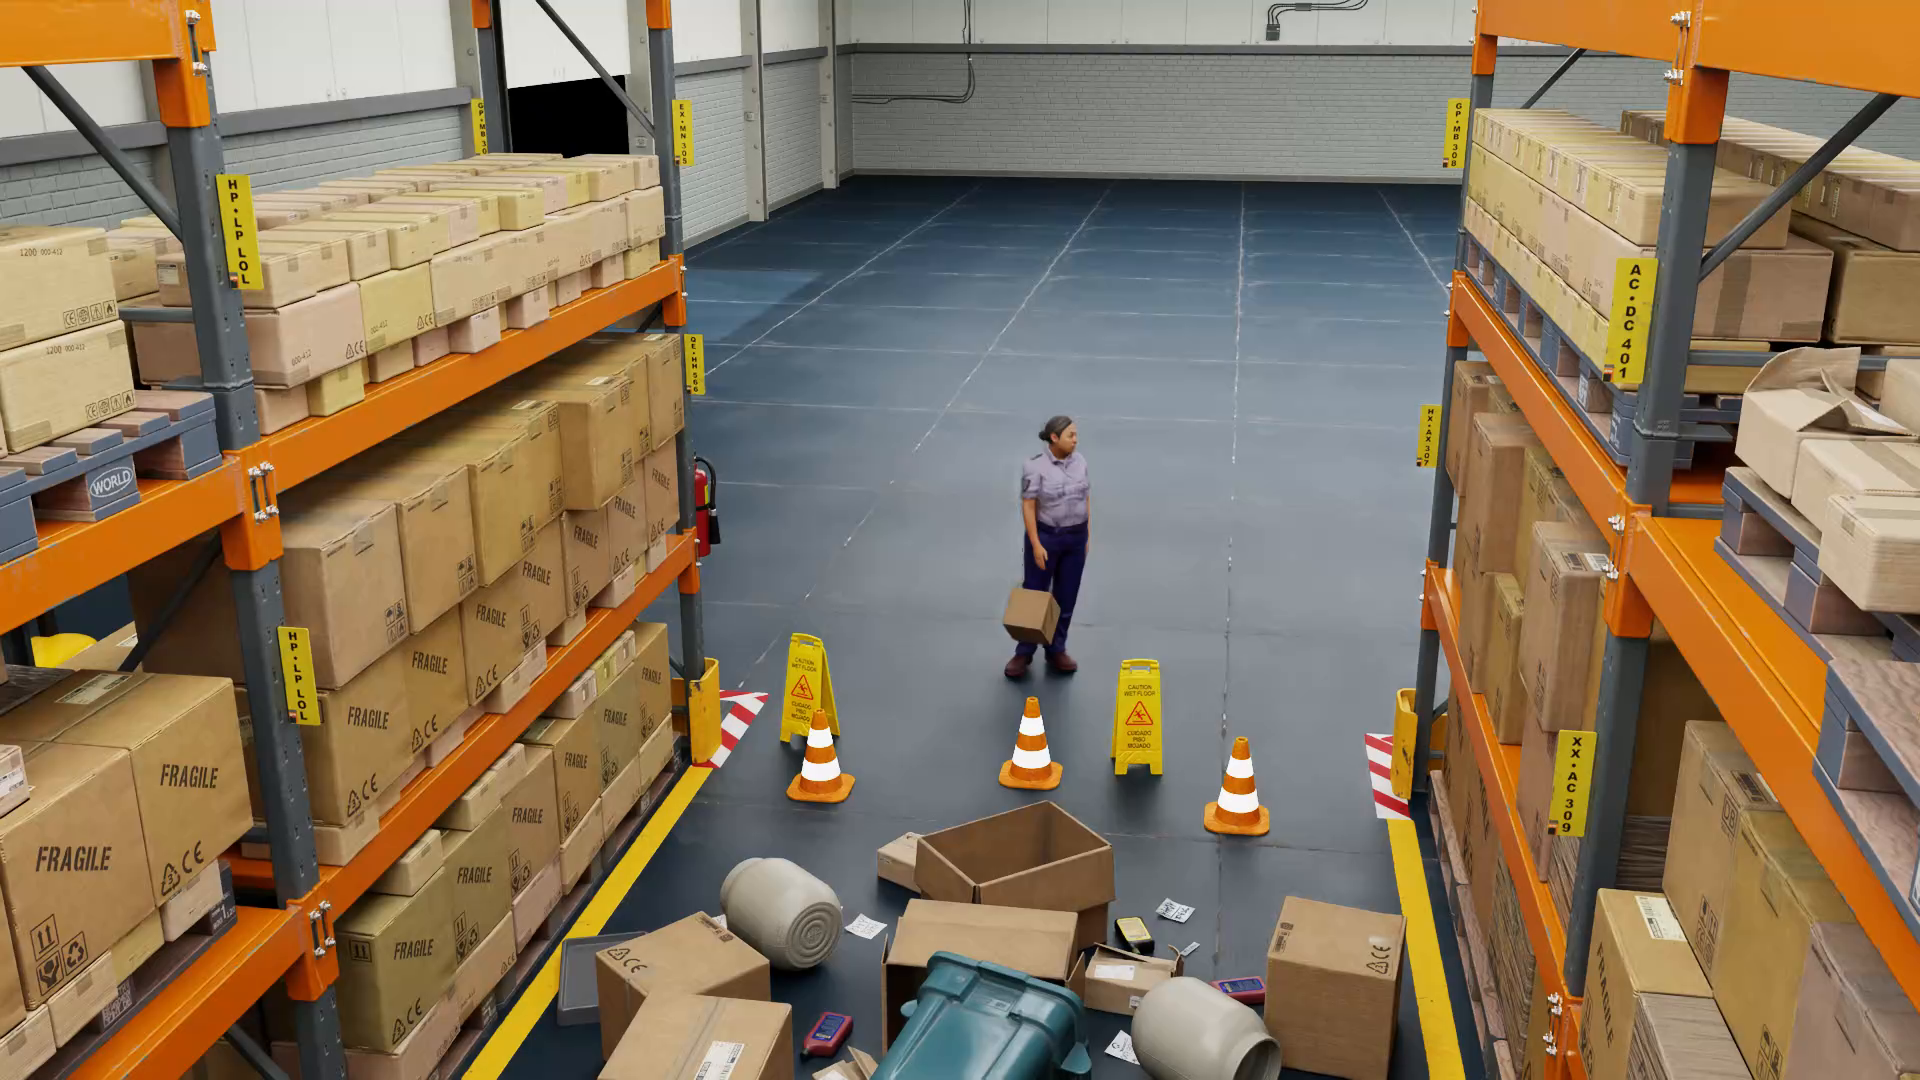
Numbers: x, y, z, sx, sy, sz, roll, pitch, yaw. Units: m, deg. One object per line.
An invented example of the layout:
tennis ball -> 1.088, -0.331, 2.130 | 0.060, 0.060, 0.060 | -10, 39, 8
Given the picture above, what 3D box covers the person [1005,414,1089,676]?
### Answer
person -> 0.565, 0.042, 10.432 | 0.604, 1.645, 0.362 | -9, 20, -26
